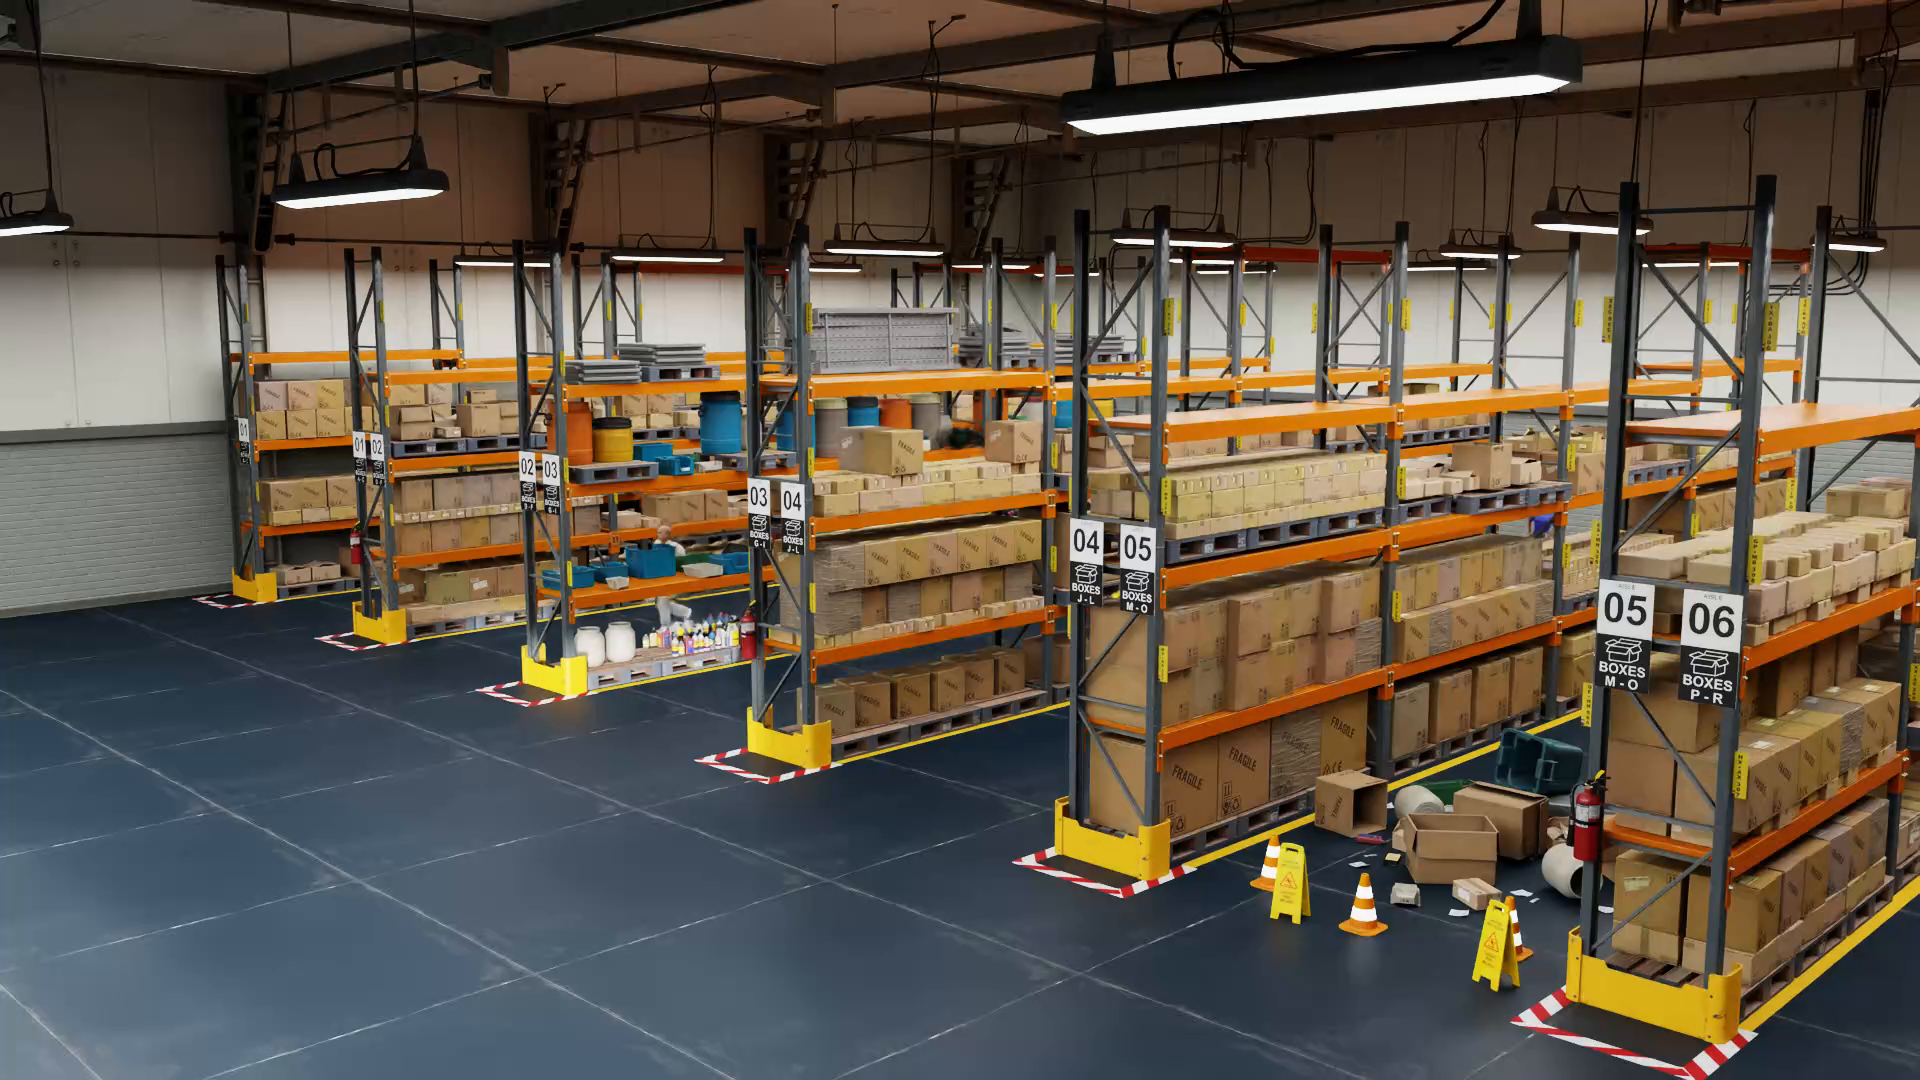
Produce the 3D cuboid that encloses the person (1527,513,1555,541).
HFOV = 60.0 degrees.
[{"bbox_3d":[10.829,-0.011,30.958,0.561,1.611,0.526,3,9,21],"label":"person"}]

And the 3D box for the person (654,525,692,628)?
[{"bbox_3d":[-4.463,0.618,25.771,0.701,1.736,0.713,7,11,41],"label":"person"}]

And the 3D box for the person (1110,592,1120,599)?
[{"bbox_3d":[1.996,1.455,20.341,0.672,1.716,0.770,7,10,39],"label":"person"}]
